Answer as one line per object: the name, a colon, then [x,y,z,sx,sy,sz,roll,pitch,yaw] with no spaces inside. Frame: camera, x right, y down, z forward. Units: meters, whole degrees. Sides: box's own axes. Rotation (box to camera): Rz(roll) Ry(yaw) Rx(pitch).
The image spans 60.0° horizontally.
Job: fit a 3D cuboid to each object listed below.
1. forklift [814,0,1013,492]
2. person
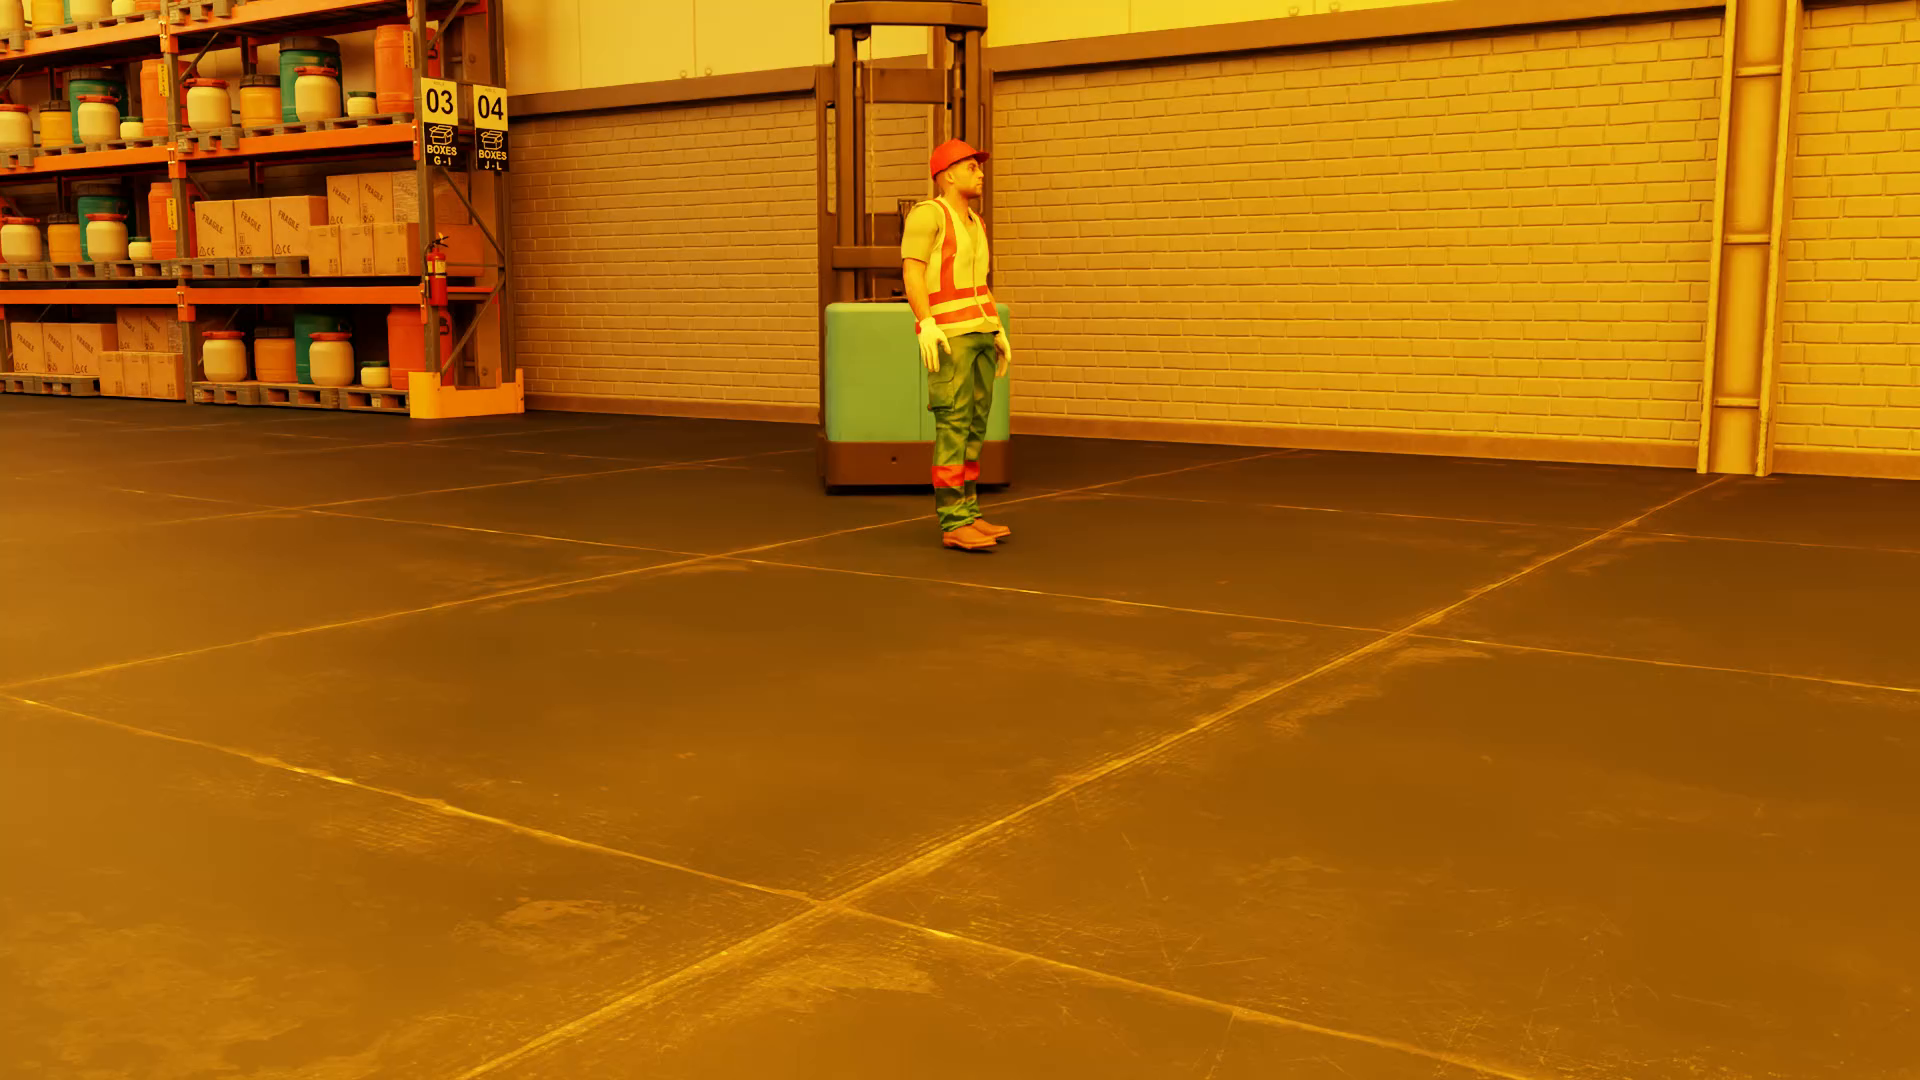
forklift: [-0.364,-1.901,10.563,1.130,2.935,3.031,-1,8,-6]
person: [0.060,-0.885,7.423,0.564,1.787,0.638,5,10,34]
